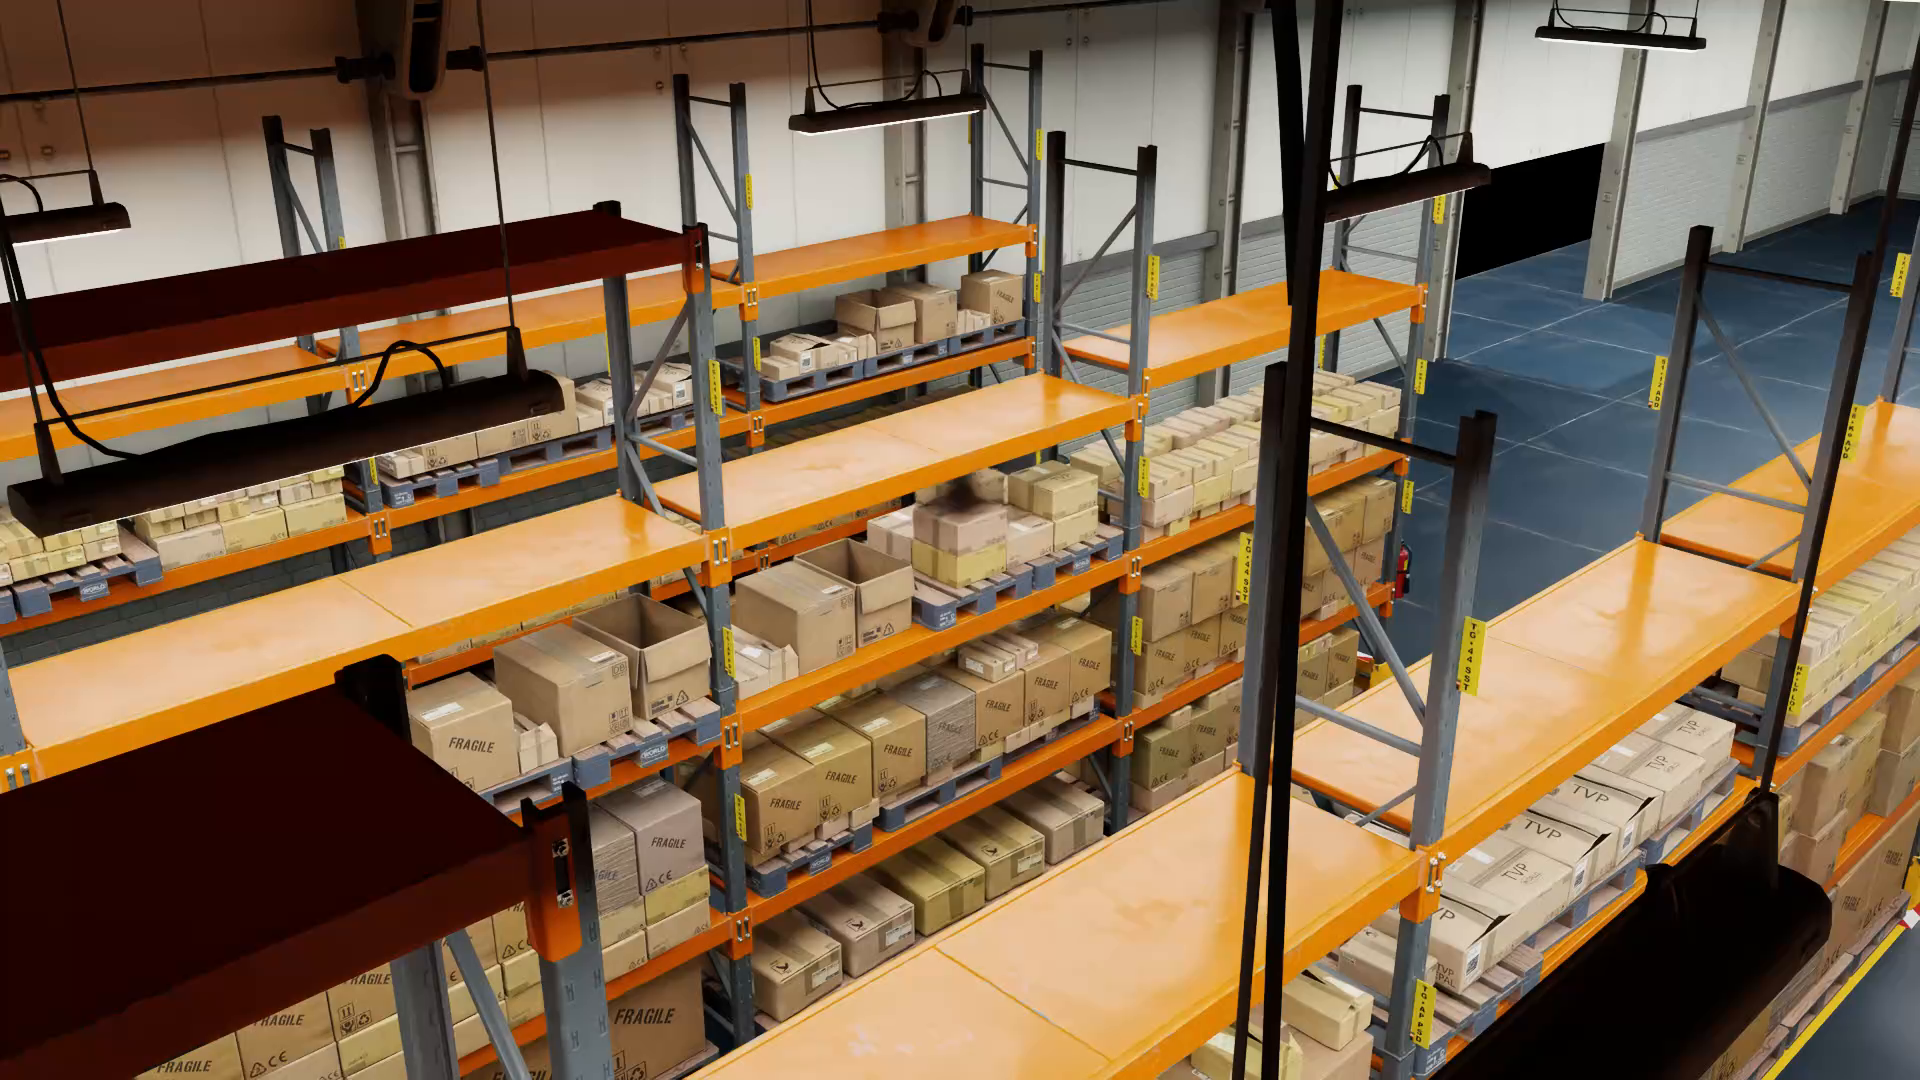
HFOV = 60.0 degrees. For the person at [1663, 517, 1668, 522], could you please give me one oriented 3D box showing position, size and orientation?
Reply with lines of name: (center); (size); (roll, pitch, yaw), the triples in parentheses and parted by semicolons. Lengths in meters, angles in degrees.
person: (7.287, 0.553, 17.498); (0.573, 1.701, 0.367); (-19, 29, -39)
